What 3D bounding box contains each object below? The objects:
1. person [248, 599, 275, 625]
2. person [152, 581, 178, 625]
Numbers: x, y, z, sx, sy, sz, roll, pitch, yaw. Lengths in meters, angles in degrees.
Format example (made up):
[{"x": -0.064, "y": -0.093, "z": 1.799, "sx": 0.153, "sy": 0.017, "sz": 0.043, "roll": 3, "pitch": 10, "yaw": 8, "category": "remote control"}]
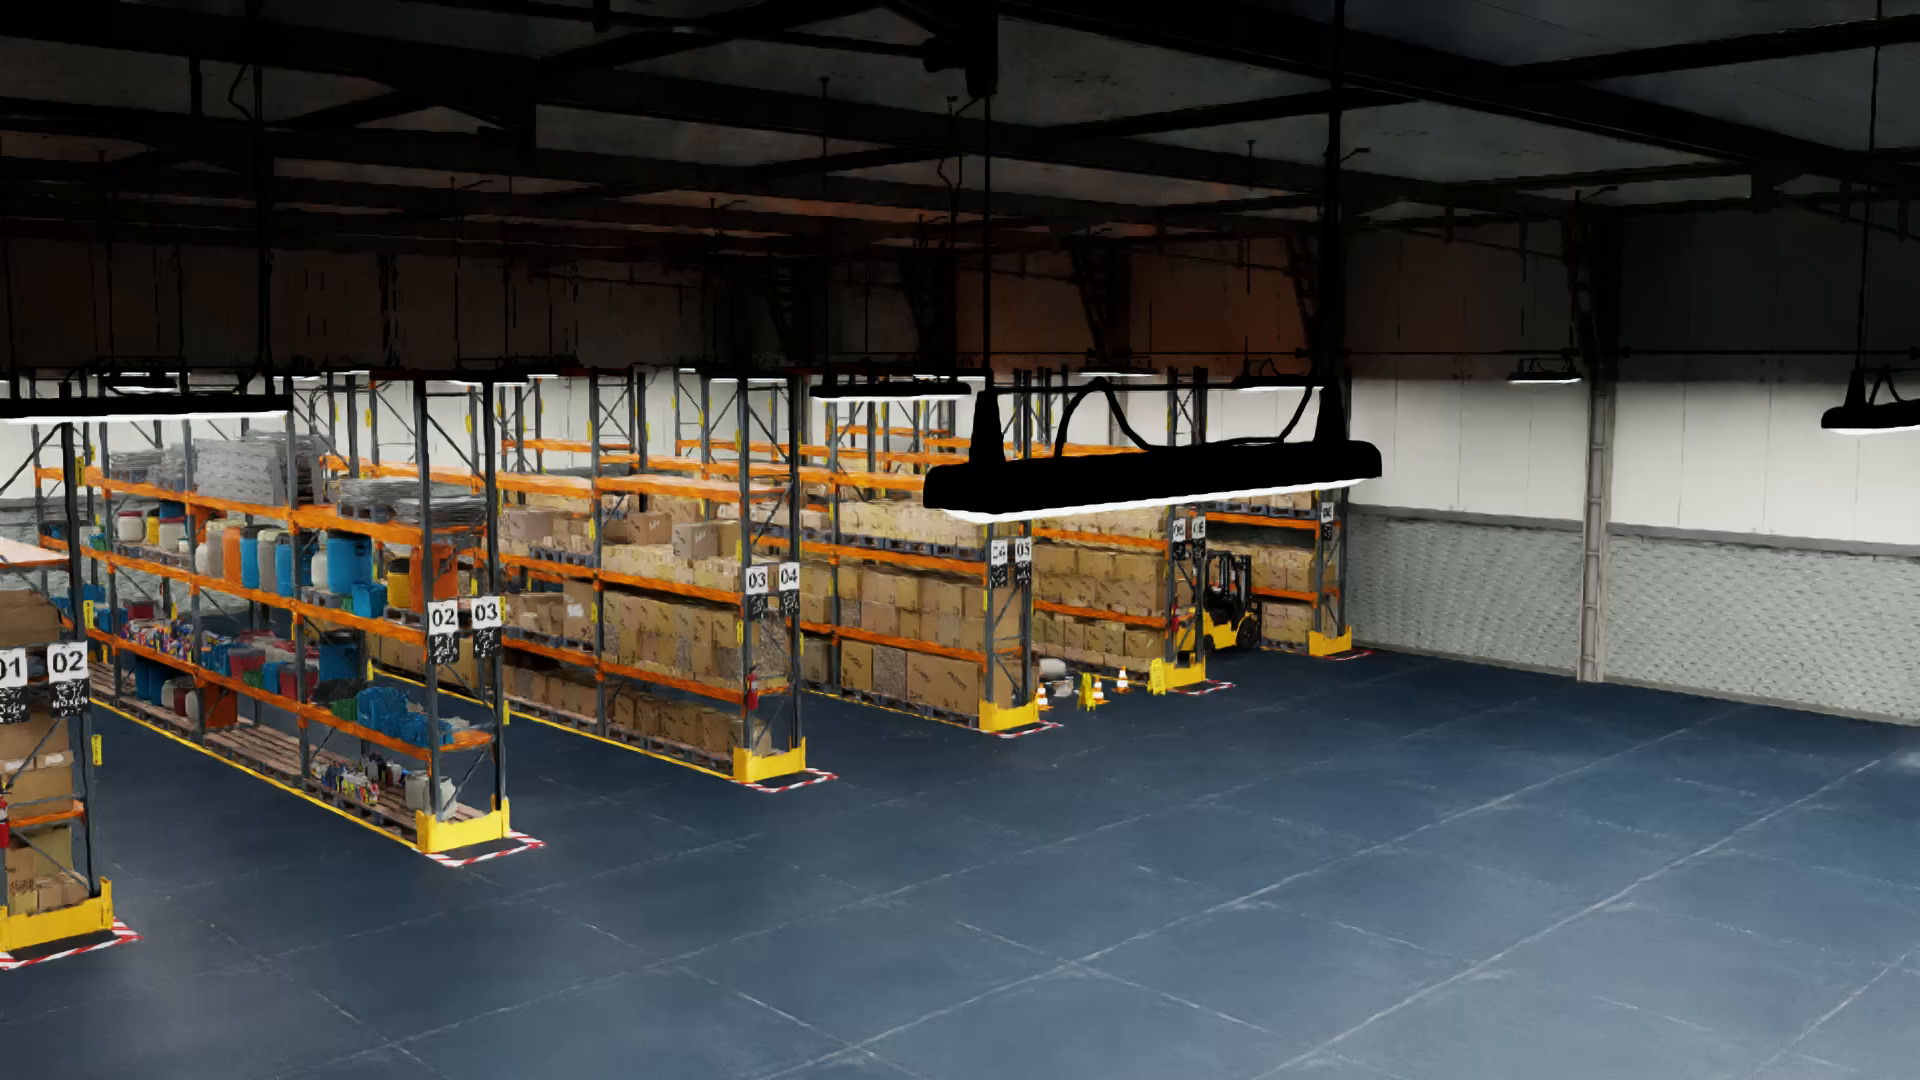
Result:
[{"x": -16.100, "y": 1.164, "z": 38.260, "sx": 0.633, "sy": 1.727, "sz": 1.045, "roll": -3, "pitch": 7, "yaw": -23, "category": "person"}, {"x": -16.530, "y": 1.646, "z": 34.487, "sx": 0.507, "sy": 1.618, "sz": 0.580, "roll": 6, "pitch": 9, "yaw": 44, "category": "person"}]
